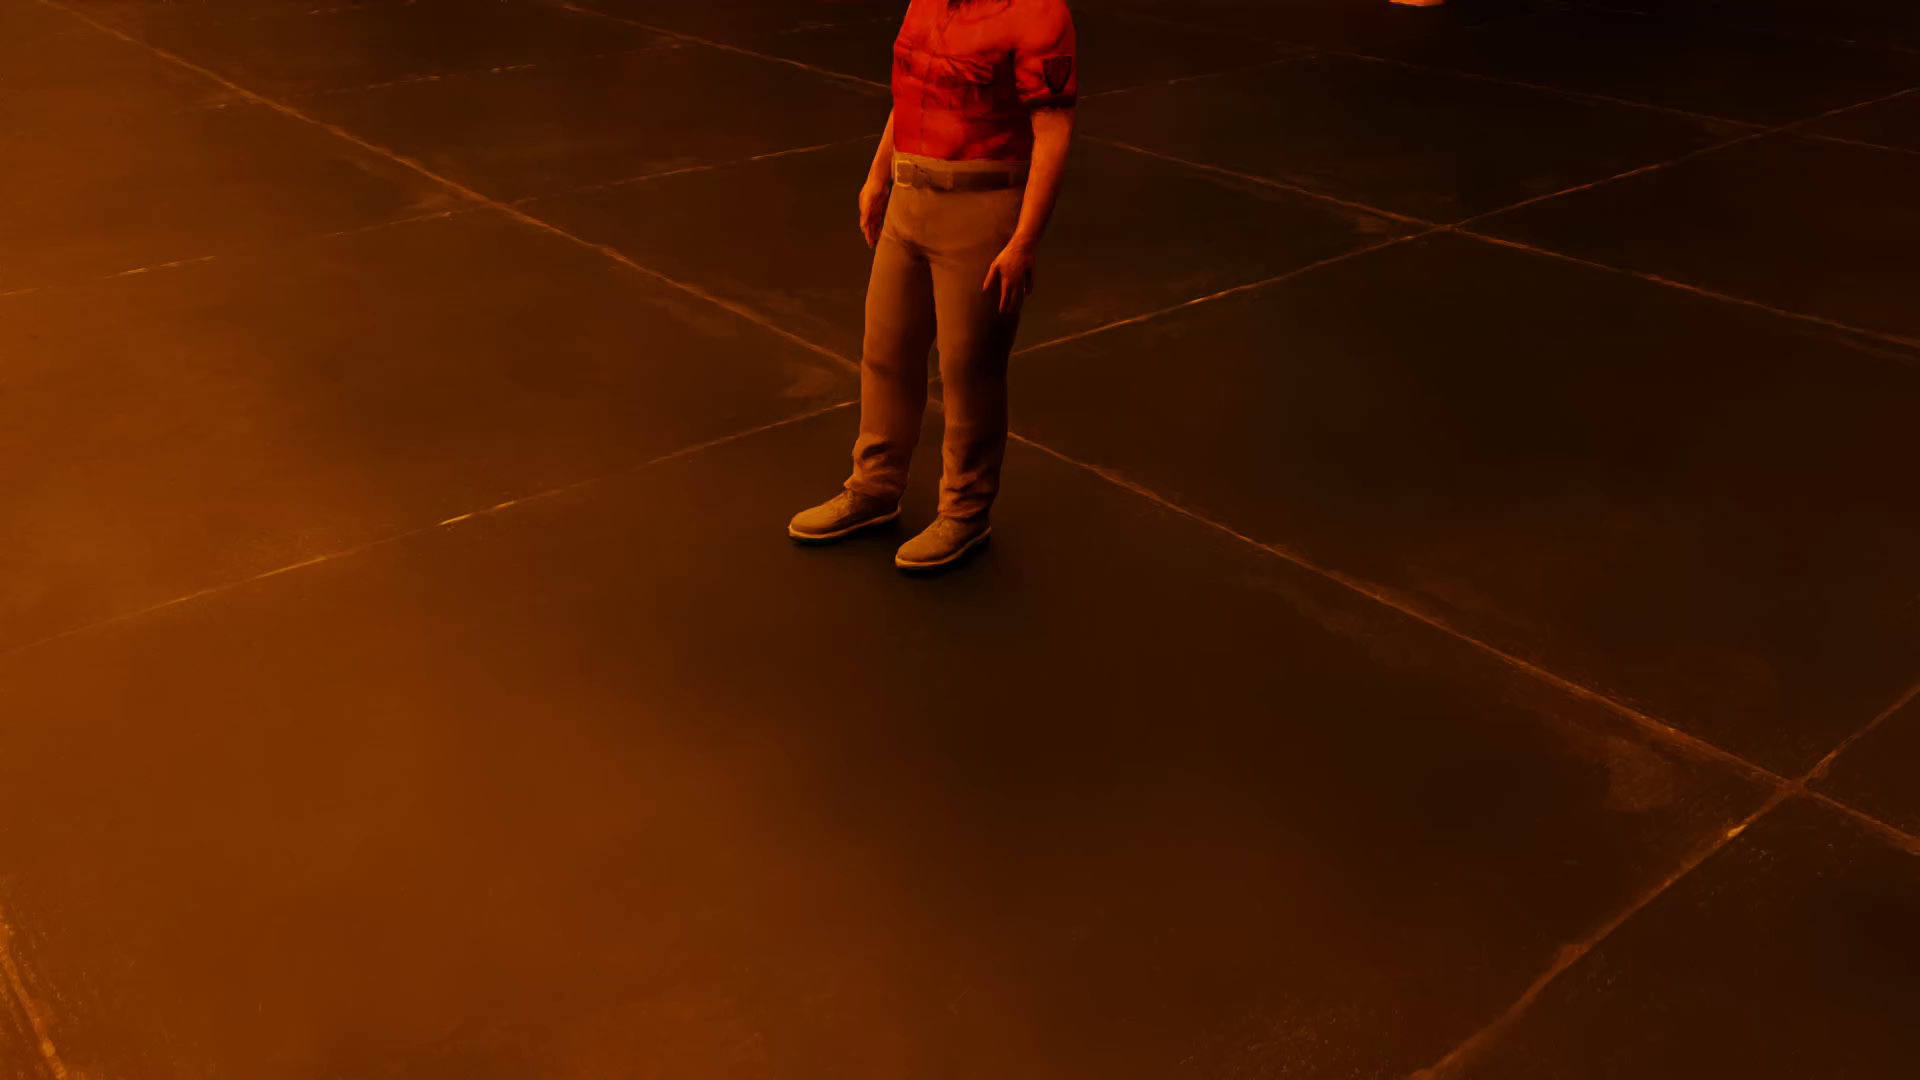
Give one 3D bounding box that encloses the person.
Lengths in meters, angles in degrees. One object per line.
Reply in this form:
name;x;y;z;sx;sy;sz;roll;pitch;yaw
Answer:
person;-0.077;-0.759;4.070;0.550;1.727;0.640;-20;33;-35
